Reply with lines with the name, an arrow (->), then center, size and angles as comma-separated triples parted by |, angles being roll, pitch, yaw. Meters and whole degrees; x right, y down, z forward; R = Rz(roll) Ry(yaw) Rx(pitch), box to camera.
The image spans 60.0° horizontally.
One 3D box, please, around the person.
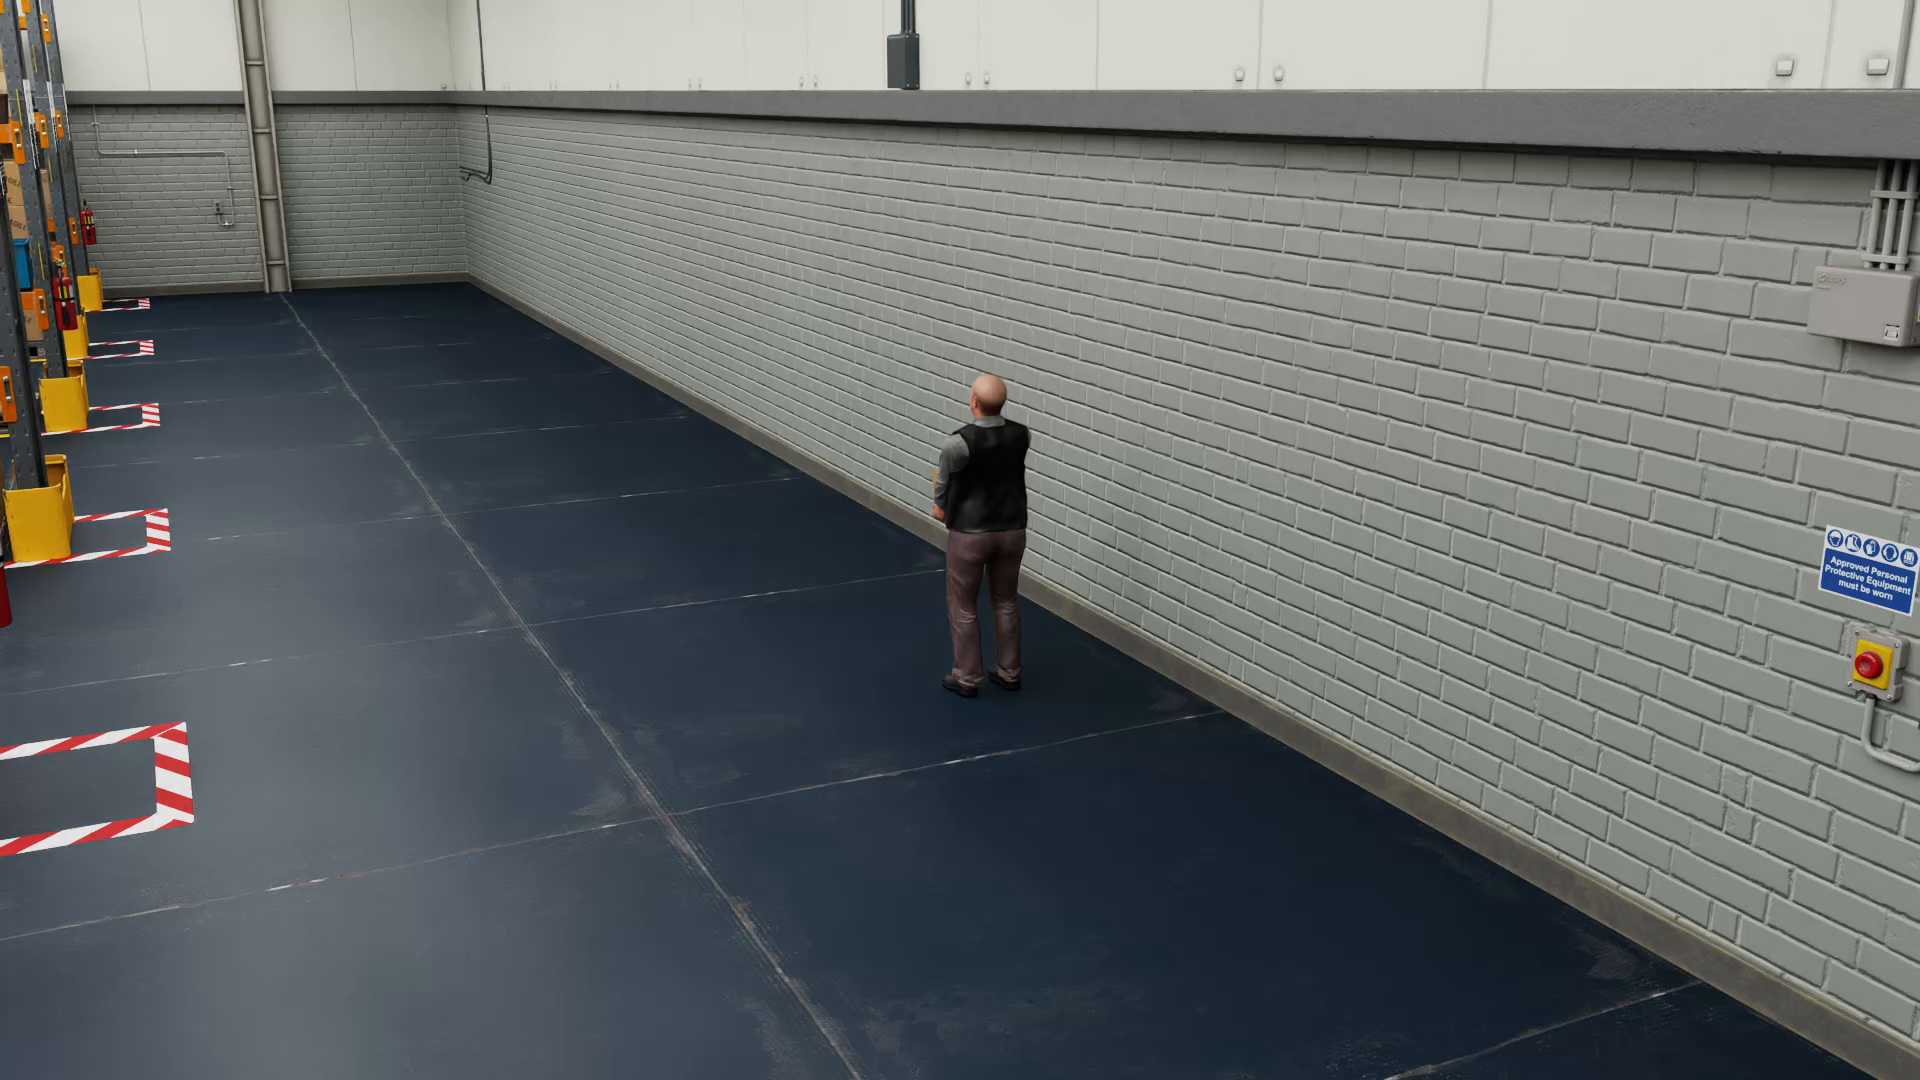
person -> 0.080, -0.049, 8.767 | 0.494, 1.711, 0.547 | -7, 17, -25
